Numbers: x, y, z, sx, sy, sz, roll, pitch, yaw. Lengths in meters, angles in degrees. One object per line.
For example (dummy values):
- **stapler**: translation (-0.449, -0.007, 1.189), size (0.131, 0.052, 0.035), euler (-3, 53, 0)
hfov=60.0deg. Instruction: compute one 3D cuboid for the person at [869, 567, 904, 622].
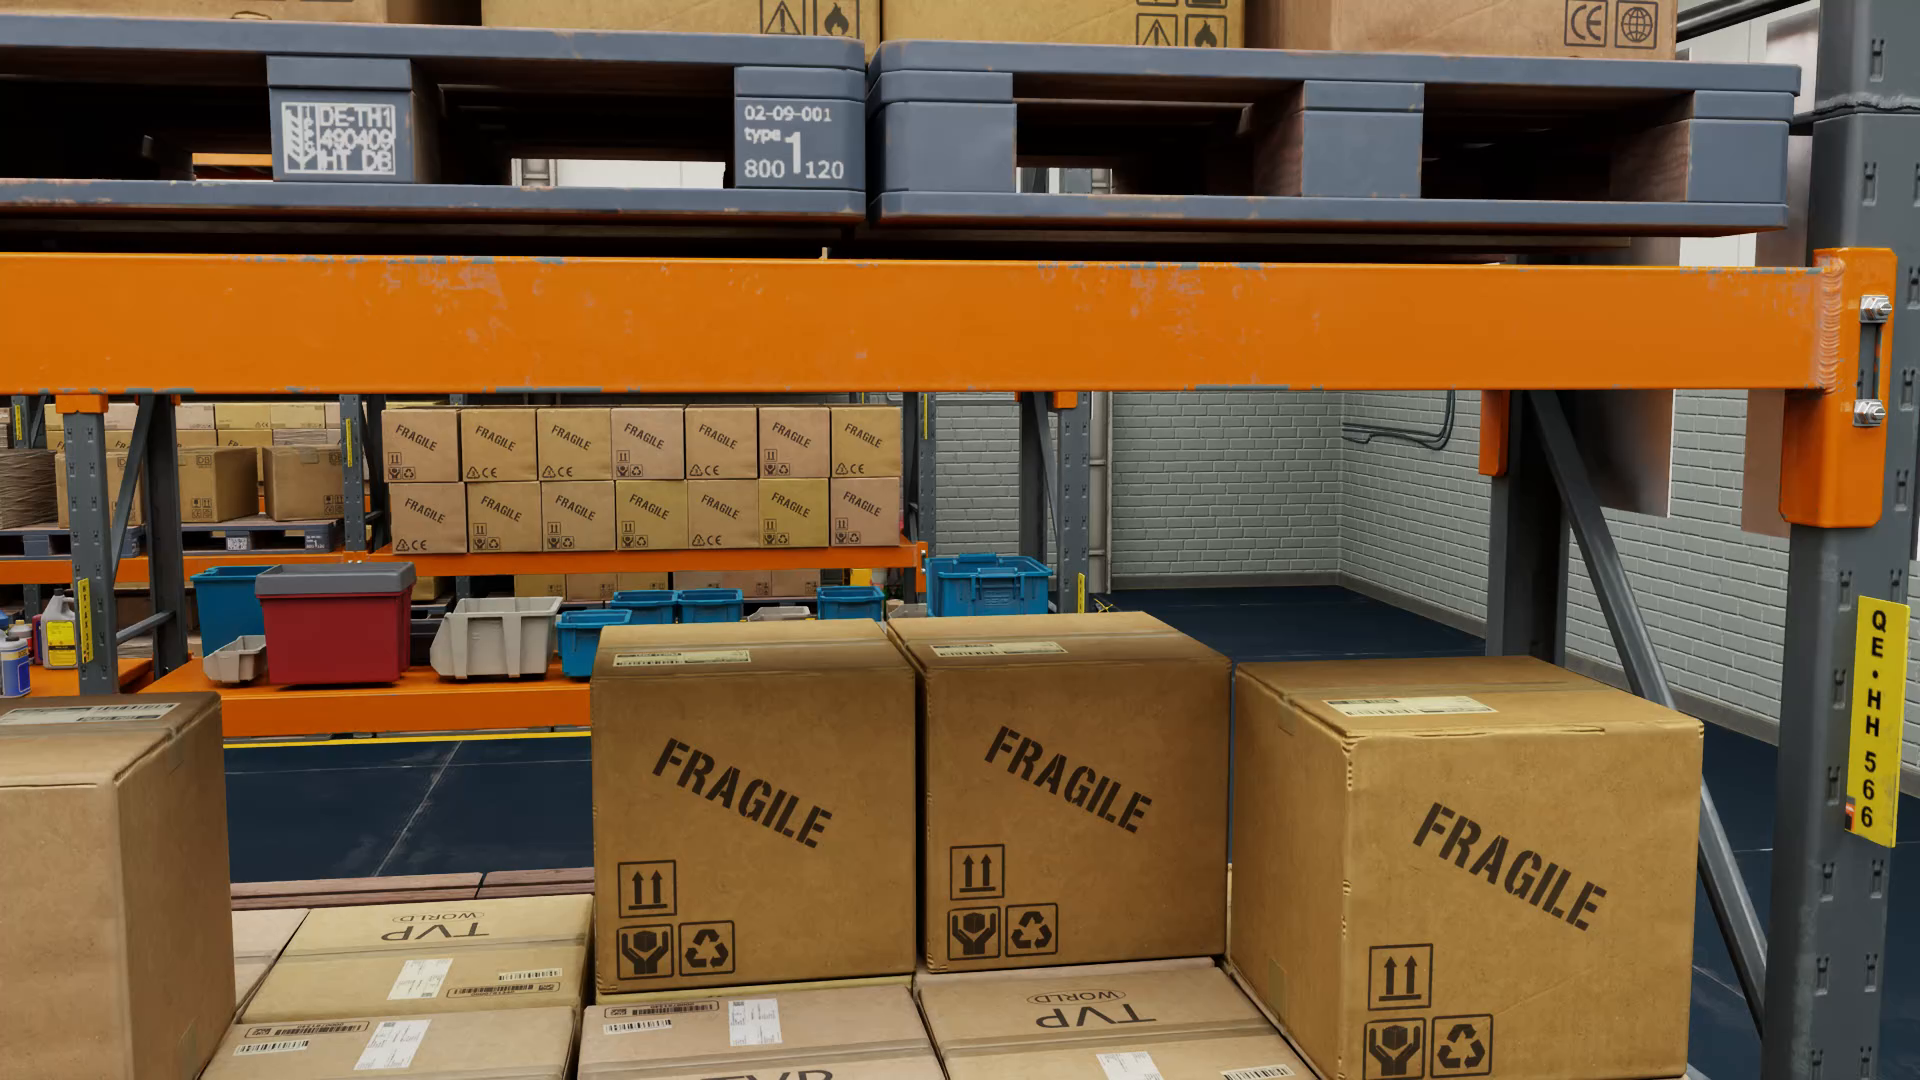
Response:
- **person**: translation (-0.564, 0.460, 15.385), size (0.577, 1.040, 0.868), euler (-1, 6, -9)
